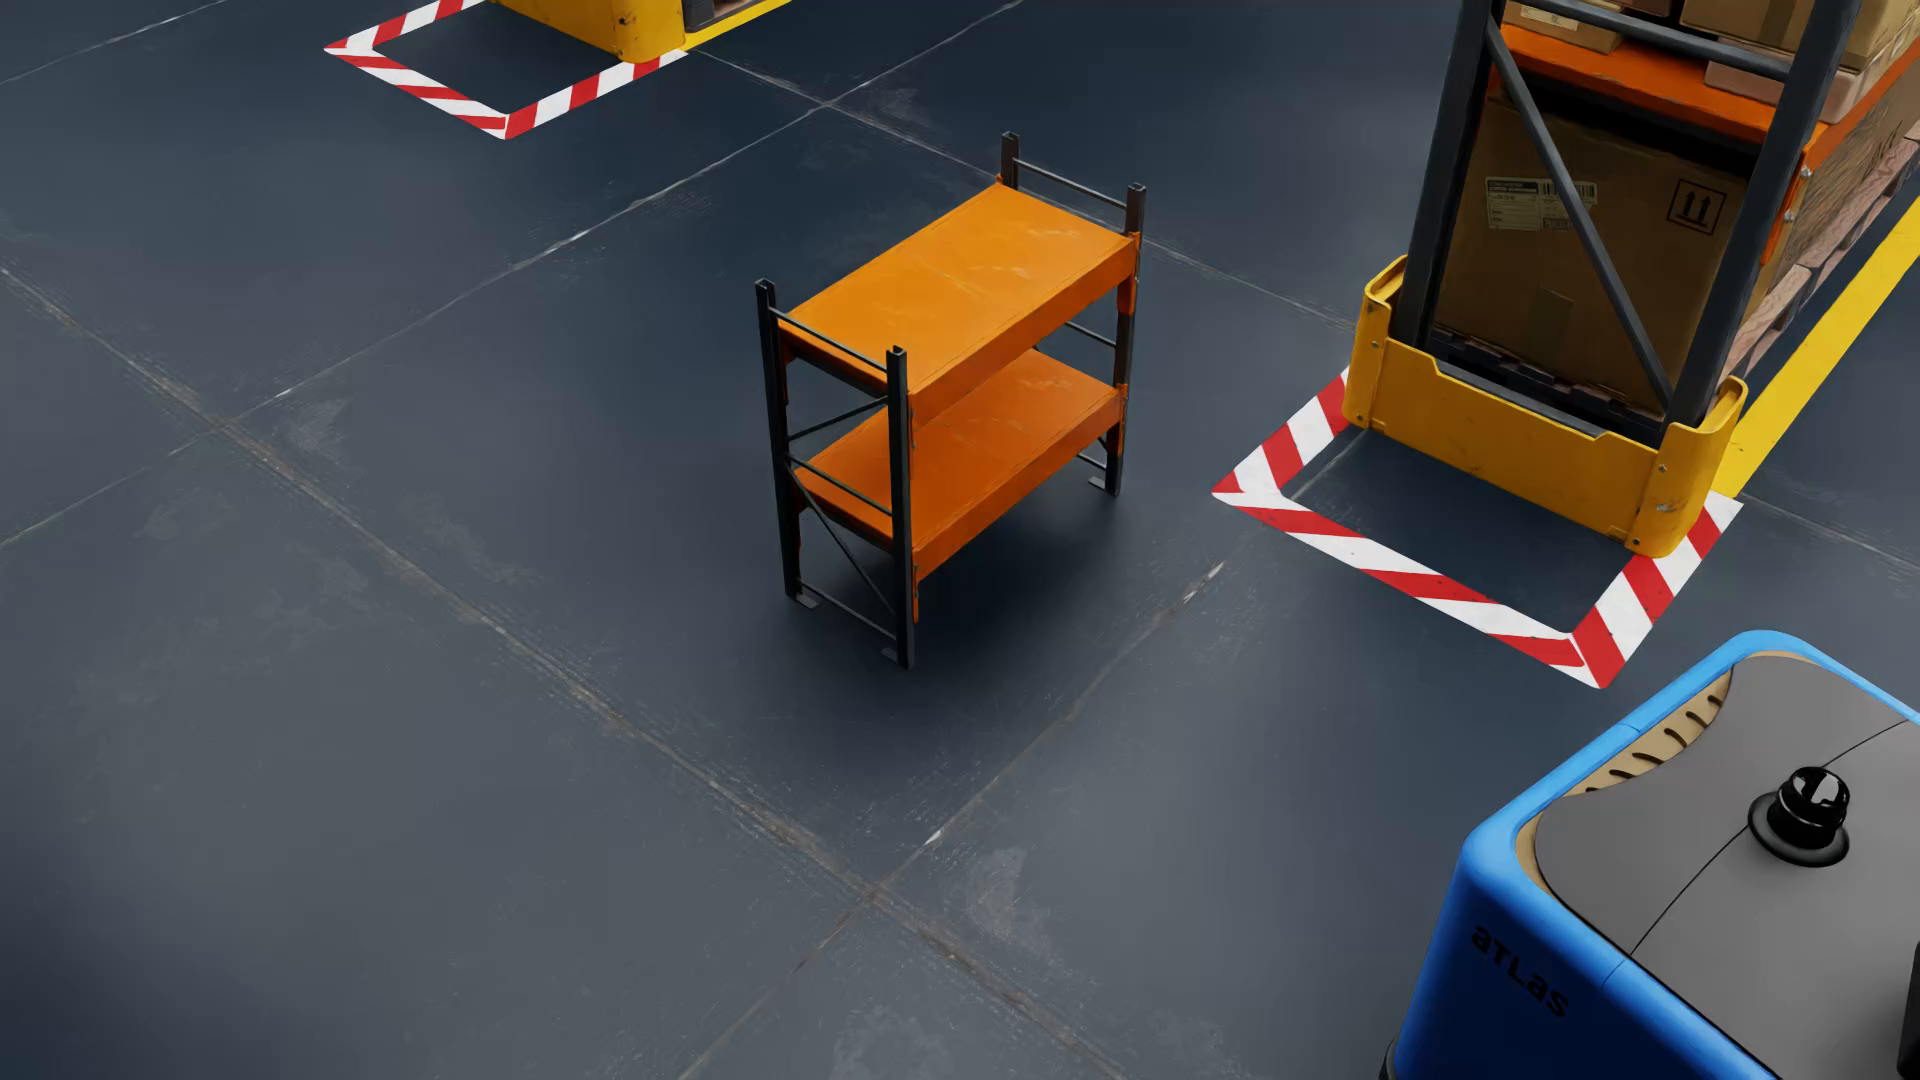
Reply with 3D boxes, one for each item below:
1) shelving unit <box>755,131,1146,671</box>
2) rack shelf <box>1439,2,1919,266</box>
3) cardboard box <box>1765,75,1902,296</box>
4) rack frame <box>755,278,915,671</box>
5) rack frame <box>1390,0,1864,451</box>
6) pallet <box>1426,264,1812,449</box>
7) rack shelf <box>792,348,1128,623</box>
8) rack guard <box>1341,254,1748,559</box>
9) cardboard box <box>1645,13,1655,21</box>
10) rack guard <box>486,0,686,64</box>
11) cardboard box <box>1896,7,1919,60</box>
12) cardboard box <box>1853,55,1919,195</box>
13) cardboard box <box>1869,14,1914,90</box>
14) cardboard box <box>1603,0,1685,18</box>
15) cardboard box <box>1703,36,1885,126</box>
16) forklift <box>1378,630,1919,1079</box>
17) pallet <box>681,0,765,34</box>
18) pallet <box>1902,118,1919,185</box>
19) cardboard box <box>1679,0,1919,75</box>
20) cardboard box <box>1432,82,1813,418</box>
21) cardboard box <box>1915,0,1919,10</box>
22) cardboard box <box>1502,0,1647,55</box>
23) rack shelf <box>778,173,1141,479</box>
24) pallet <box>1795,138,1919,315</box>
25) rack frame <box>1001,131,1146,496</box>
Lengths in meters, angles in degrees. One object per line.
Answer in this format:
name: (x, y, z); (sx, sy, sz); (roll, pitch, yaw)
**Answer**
shelving unit: (-0.004, -0.413, 4.868); (0.538, 1.125, 1.048); (29, 50, 28)
rack shelf: (3.147, -2.151, 5.921); (1.077, 0.370, 4.000); (29, 50, 28)
cardboard box: (2.796, -1.589, 6.036); (0.875, 0.875, 0.875); (29, 50, 28)
rack frame: (-0.332, -0.151, 4.580); (0.500, 1.125, 0.032); (29, 50, 28)
rack frame: (1.860, -1.387, 4.546); (1.000, 3.000, 0.127); (29, 50, 28)
pallet: (2.315, -0.801, 5.974); (1.003, 0.211, 1.213); (29, 50, 28)
rack shelf: (-0.004, -0.232, 5.032); (0.538, 0.278, 1.000); (29, 50, 28)
rack guard: (1.845, -0.450, 5.373); (1.175, 0.500, 0.348); (29, 50, 28)
cardboard box: (2.003, -1.755, 5.137); (0.380, 0.149, 0.250); (30, 50, 29)
rack guard: (-1.822, -2.701, 7.849); (1.175, 0.500, 0.348); (29, 50, 28)
cardboard box: (2.670, -1.599, 4.966); (0.380, 0.149, 0.250); (28, 49, 28)
cardboard box: (3.369, -2.048, 6.540); (0.875, 0.875, 0.875); (29, 50, 28)
cardboard box: (2.505, -1.467, 4.821); (0.380, 0.149, 0.250); (29, 50, 28)
cardboard box: (1.969, -1.806, 4.897); (0.500, 0.250, 0.500); (29, 50, 28)
cardboard box: (2.341, -1.334, 4.675); (0.380, 0.149, 0.250); (30, 50, 29)
forklift: (2.202, 0.857, 2.128); (1.130, 2.935, 3.031); (-27, 49, -27)
pallet: (-1.272, -2.997, 8.389); (1.003, 0.211, 1.213); (29, 50, 28)
pallet: (3.885, -2.058, 7.356); (1.003, 0.211, 1.213); (29, 50, 28)
cardboard box: (2.376, -1.572, 4.640); (0.500, 0.250, 0.500); (28, 49, 27)
cardboard box: (2.211, -1.121, 5.520); (0.875, 0.875, 0.875); (29, 50, 28)
cardboard box: (2.705, -1.843, 4.937); (0.500, 0.250, 0.500); (29, 50, 28)
cardboard box: (1.837, -1.620, 4.989); (0.380, 0.149, 0.250); (30, 50, 29)
rack shelf: (-0.004, -0.629, 4.671); (0.538, 0.278, 1.000); (29, 50, 28)
pallet: (3.100, -1.427, 6.662); (1.003, 0.211, 1.213); (29, 50, 28)
rack frame: (0.323, -0.674, 5.156); (0.500, 1.125, 0.032); (29, 50, 28)
